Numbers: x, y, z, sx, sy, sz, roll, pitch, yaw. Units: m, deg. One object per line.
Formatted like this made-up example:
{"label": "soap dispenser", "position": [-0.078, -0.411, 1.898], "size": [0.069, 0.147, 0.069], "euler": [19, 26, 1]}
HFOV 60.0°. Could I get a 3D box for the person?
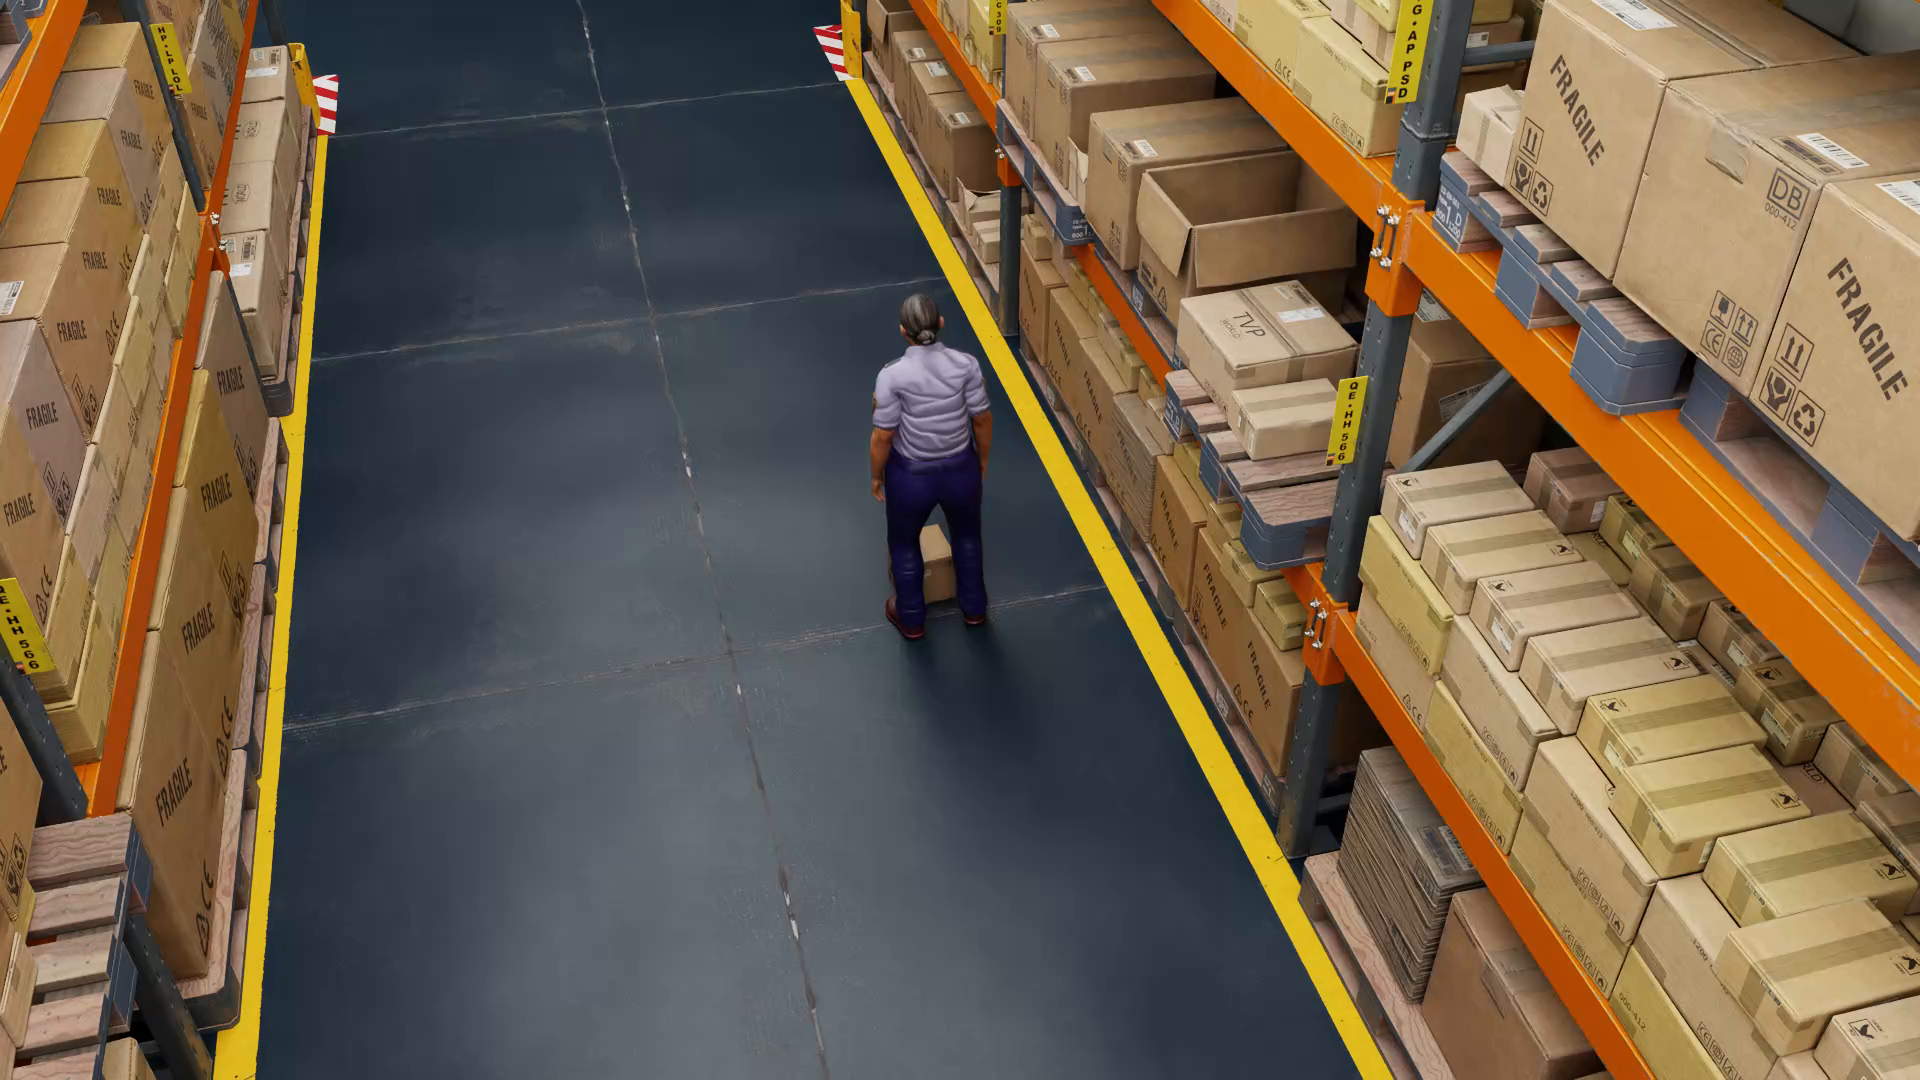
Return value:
{"label": "person", "position": [-0.108, -0.284, 7.079], "size": [0.537, 1.651, 0.372], "euler": [-10, 39, -12]}
